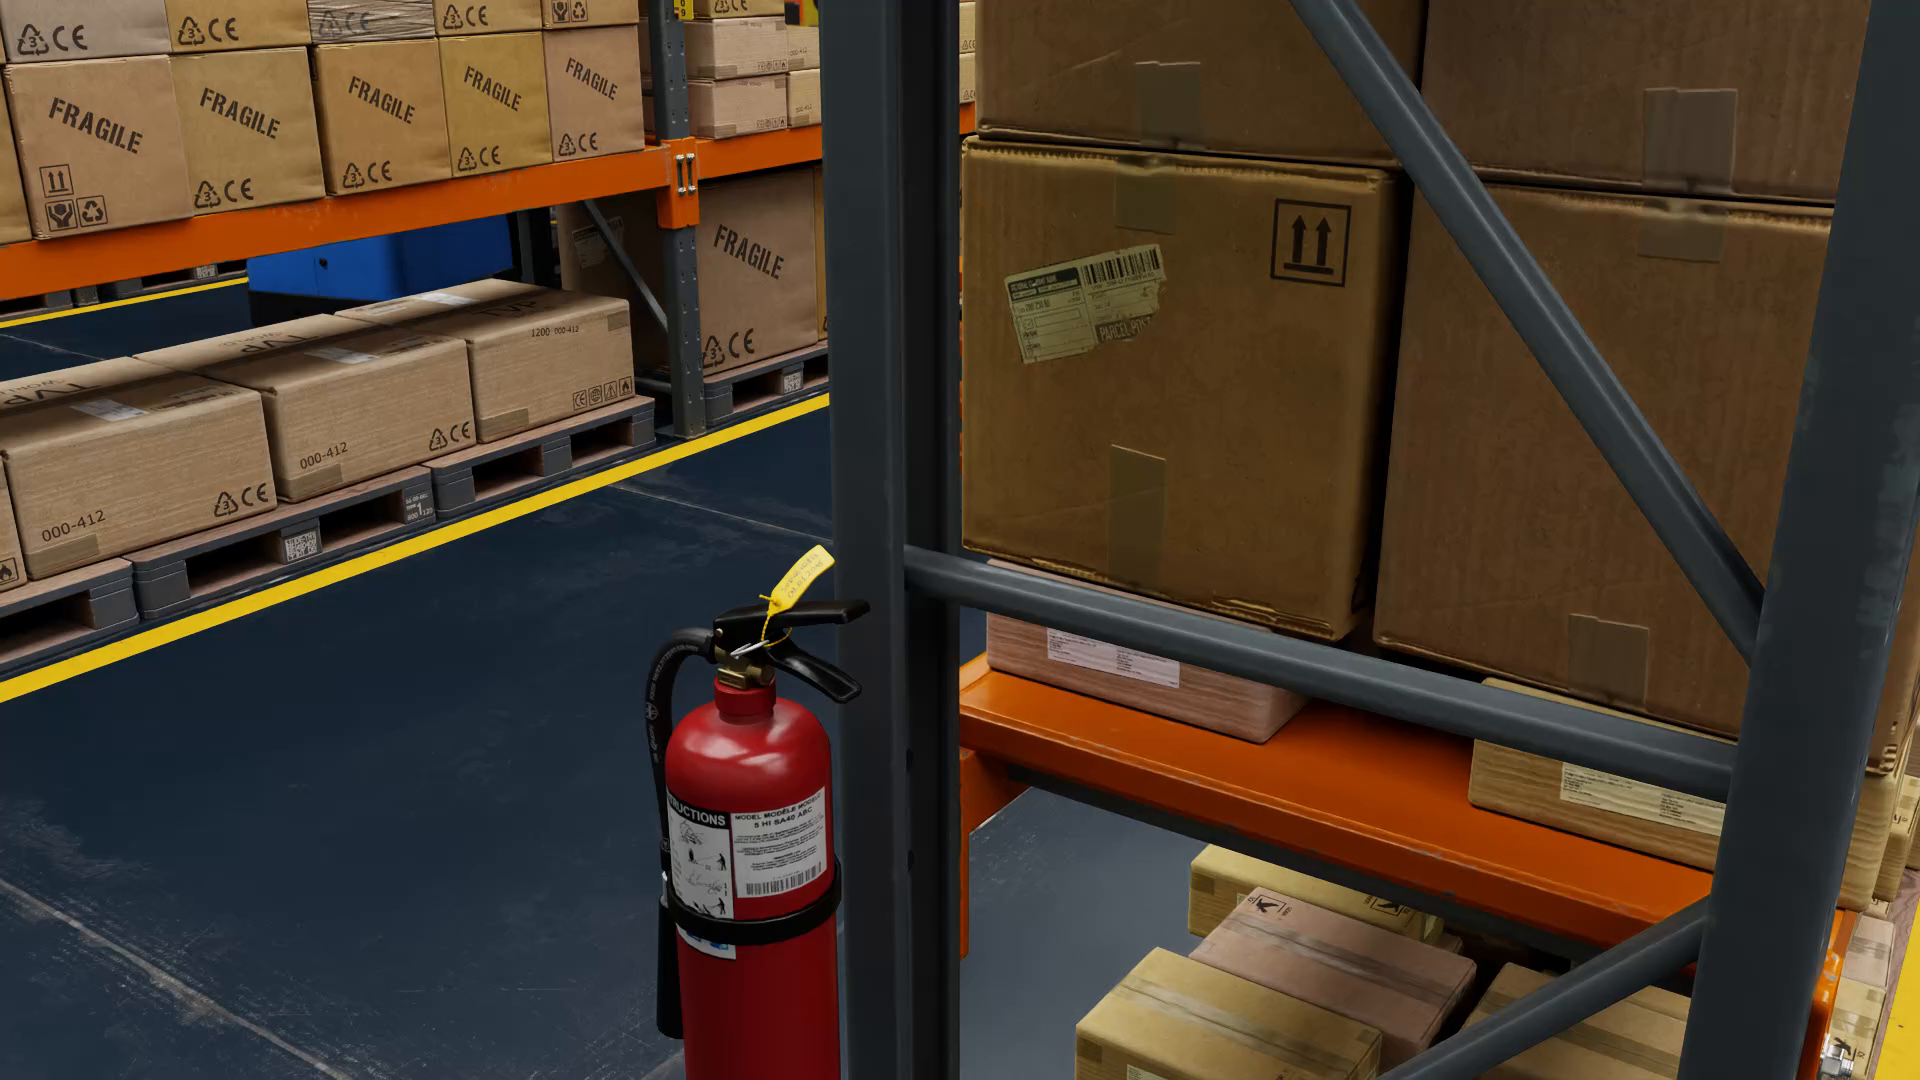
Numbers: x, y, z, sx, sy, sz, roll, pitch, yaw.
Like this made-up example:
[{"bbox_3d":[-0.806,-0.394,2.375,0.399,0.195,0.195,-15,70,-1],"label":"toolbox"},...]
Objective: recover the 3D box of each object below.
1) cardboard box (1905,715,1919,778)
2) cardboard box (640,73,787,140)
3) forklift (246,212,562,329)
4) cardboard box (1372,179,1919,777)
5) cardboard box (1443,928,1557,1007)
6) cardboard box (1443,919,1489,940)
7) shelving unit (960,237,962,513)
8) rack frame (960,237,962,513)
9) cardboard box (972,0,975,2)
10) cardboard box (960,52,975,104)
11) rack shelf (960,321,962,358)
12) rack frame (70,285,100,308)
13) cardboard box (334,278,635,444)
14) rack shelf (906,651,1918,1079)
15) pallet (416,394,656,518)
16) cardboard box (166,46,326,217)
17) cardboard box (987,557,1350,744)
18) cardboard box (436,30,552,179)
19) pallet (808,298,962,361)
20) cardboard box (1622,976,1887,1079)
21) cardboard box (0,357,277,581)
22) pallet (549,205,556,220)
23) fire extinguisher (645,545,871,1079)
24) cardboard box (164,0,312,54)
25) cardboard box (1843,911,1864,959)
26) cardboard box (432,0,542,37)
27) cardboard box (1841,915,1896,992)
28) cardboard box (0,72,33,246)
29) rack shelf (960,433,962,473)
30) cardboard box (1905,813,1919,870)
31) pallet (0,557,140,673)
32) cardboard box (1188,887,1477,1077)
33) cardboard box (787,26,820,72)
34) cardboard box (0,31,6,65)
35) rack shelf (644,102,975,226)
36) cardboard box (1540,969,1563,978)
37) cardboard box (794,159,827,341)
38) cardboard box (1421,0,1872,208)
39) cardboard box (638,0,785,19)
[{"bbox_3d":[1.899,0.379,3.564,0.380,0.149,0.250,12,24,30],"label":"cardboard box"},{"bbox_3d":[-1.129,-1.965,7.469,0.500,0.250,0.500,13,24,31],"label":"cardboard box"},{"bbox_3d":[-2.925,-2.877,9.819,1.130,2.935,3.031,7,21,18],"label":"forklift"},{"bbox_3d":[0.788,-0.138,1.740,0.500,0.500,0.500,15,25,34],"label":"cardboard box"},{"bbox_3d":[0.895,0.711,3.095,0.380,0.149,0.250,13,24,31],"label":"cardboard box"},{"bbox_3d":[0.822,0.562,3.069,0.380,0.149,0.250,12,24,30],"label":"cardboard box"},{"bbox_3d":[-0.093,-0.515,5.928,0.258,1.200,0.503,13,24,32],"label":"shelving unit"},{"bbox_3d":[0.044,-0.585,6.118,0.240,1.200,0.015,13,24,32],"label":"rack frame"},{"bbox_3d":[0.013,-3.134,8.830,0.500,0.500,0.500,13,24,32],"label":"cardboard box"},{"bbox_3d":[-0.250,-2.399,8.643,0.500,0.250,0.500,13,24,31],"label":"cardboard box"},{"bbox_3d":[-0.093,-0.662,5.874,0.258,0.148,0.480,13,24,32],"label":"rack shelf"},{"bbox_3d":[-5.702,-2.927,9.855,1.000,3.000,0.127,13,24,32],"label":"rack frame"},{"bbox_3d":[-2.037,-0.796,7.182,0.875,0.438,0.875,13,24,31],"label":"cardboard box"},{"bbox_3d":[1.431,-0.113,3.283,1.077,0.370,4.000,13,24,32],"label":"rack shelf"},{"bbox_3d":[-2.087,-0.449,7.176,1.003,0.211,1.213,13,24,32],"label":"pallet"},{"bbox_3d":[-2.506,-1.381,5.531,0.500,0.500,0.500,14,25,34],"label":"cardboard box"},{"bbox_3d":[0.257,0.093,2.052,0.380,0.149,0.250,13,24,32],"label":"cardboard box"},{"bbox_3d":[-1.929,-1.676,6.327,0.500,0.500,0.500,13,24,31],"label":"cardboard box"},{"bbox_3d":[-0.538,-1.240,9.313,1.003,0.211,1.213,13,24,32],"label":"pallet"},{"bbox_3d":[1.186,0.751,2.557,0.380,0.149,0.250,13,24,32],"label":"cardboard box"},{"bbox_3d":[-3.048,-0.281,5.789,0.875,0.438,0.875,14,25,33],"label":"cardboard box"},{"bbox_3d":[-3.905,-2.560,12.882,1.003,0.211,1.213,13,24,32],"label":"pallet"},{"bbox_3d":[-0.216,0.317,1.733,0.296,0.674,0.183,13,24,32],"label":"fire extinguisher"},{"bbox_3d":[-2.491,-1.853,5.365,0.500,0.500,0.500,13,24,32],"label":"cardboard box"},{"bbox_3d":[1.420,0.586,3.004,0.380,0.149,0.250,14,25,34],"label":"cardboard box"},{"bbox_3d":[-1.924,-2.143,6.149,0.500,0.500,0.500,13,24,31],"label":"cardboard box"},{"bbox_3d":[1.591,0.814,3.244,0.380,0.149,0.250,12,23,29],"label":"cardboard box"},{"bbox_3d":[-3.075,-1.092,4.749,0.500,0.500,0.500,13,24,31],"label":"cardboard box"},{"bbox_3d":[-0.093,-0.266,6.021,0.258,0.148,0.480,13,24,32],"label":"rack shelf"},{"bbox_3d":[2.035,0.592,3.844,0.380,0.149,0.250,13,24,32],"label":"cardboard box"},{"bbox_3d":[-3.459,0.251,5.283,1.003,0.211,1.213,13,24,32],"label":"pallet"},{"bbox_3d":[0.584,0.723,2.634,0.380,0.149,0.250,14,24,33],"label":"cardboard box"},{"bbox_3d":[-0.844,-2.351,7.792,0.500,0.250,0.500,14,24,33],"label":"cardboard box"},{"bbox_3d":[-3.053,-1.560,4.574,0.500,0.500,0.500,13,24,30],"label":"cardboard box"},{"bbox_3d":[-0.471,-2.197,8.917,1.077,0.370,4.000,13,24,32],"label":"rack shelf"},{"bbox_3d":[1.079,0.869,2.667,0.380,0.149,0.250,14,24,33],"label":"cardboard box"},{"bbox_3d":[-0.811,-1.615,8.764,0.875,0.875,0.875,14,25,33],"label":"cardboard box"},{"bbox_3d":[0.779,-0.609,1.572,0.500,0.500,0.500,13,24,31],"label":"cardboard box"},{"bbox_3d":[-1.110,-2.546,7.240,0.500,0.500,0.500,14,24,32],"label":"cardboard box"}]
